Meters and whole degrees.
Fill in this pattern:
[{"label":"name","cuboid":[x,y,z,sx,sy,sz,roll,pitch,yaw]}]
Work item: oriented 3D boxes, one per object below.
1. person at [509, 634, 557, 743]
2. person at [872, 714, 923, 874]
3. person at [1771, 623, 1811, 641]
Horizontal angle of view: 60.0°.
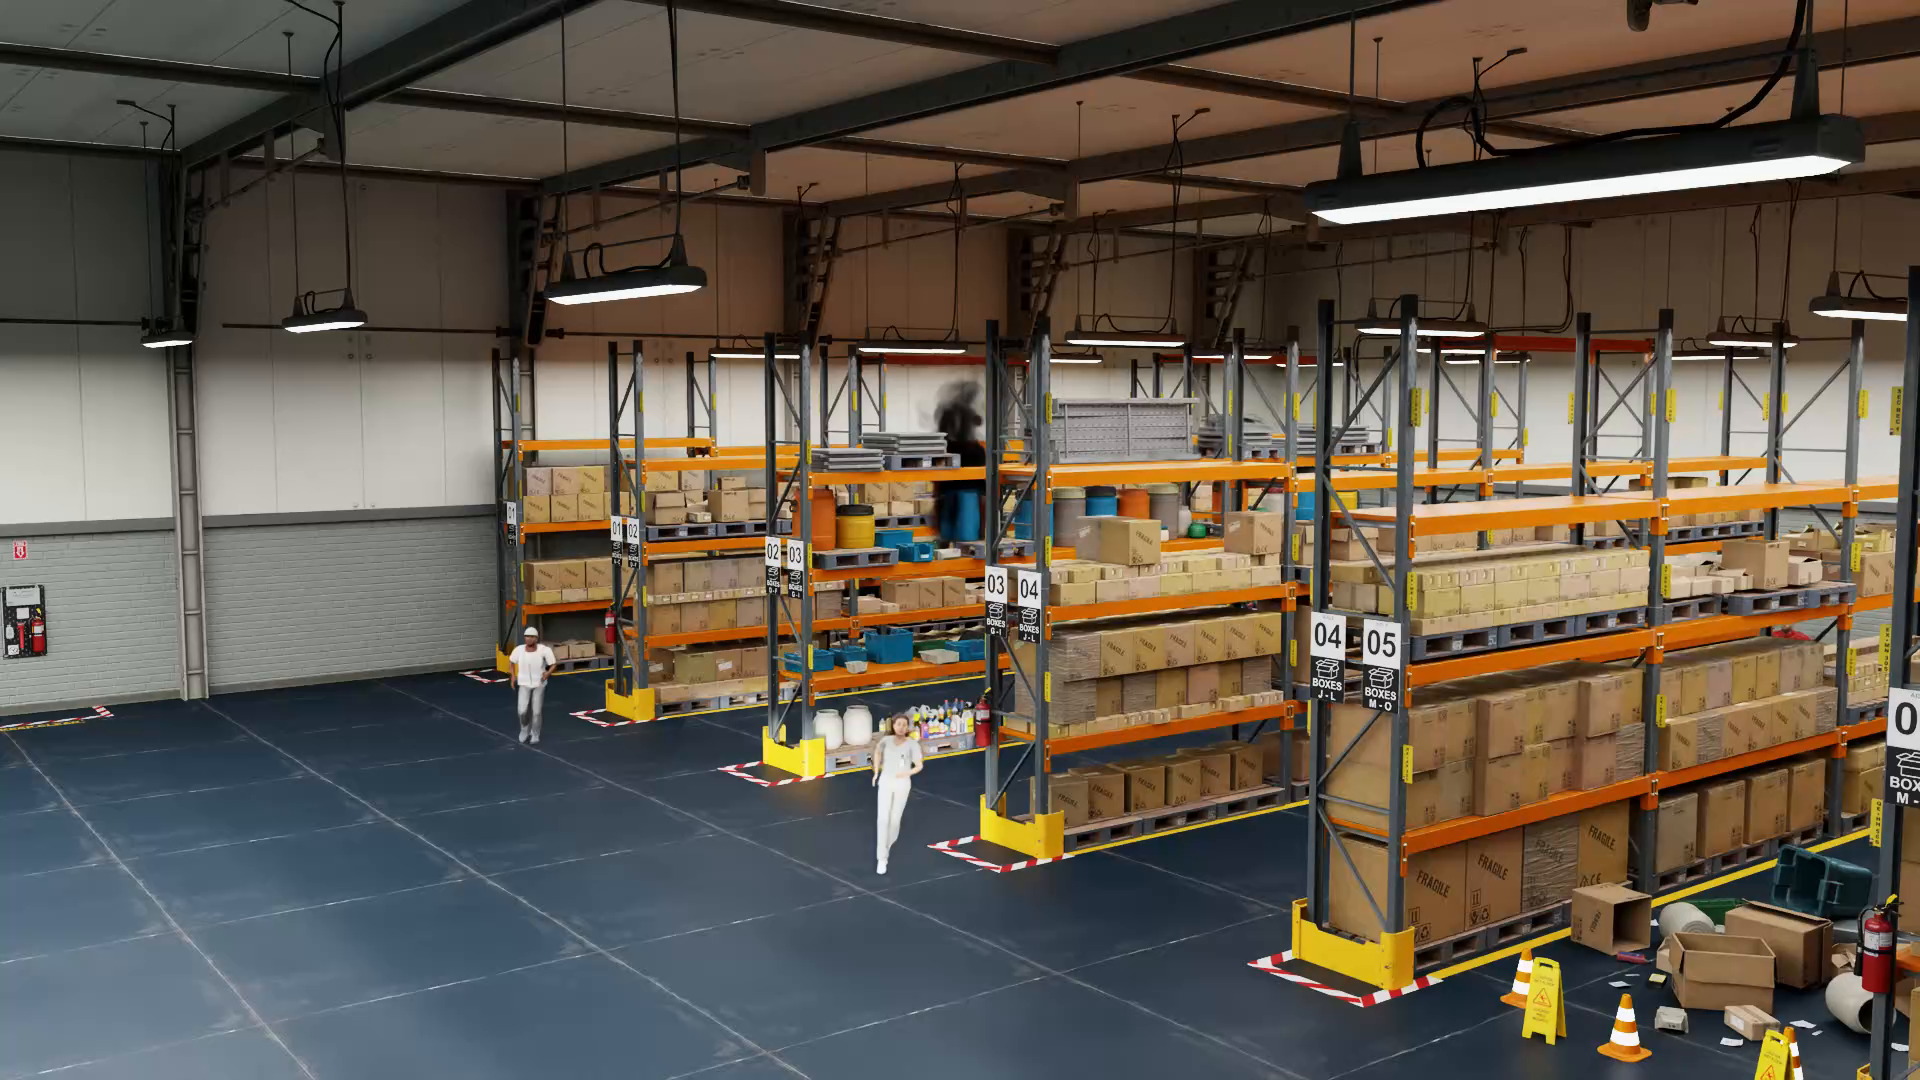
[{"label":"person","cuboid":[-6.294,2.164,24.465,0.704,1.694,0.611,-1,5,-9]},{"label":"person","cuboid":[-0.689,2.729,18.220,0.564,1.656,0.907,0,5,4]},{"label":"person","cuboid":[12.872,2.045,25.959,0.664,1.725,0.655,-4,6,-37]}]
